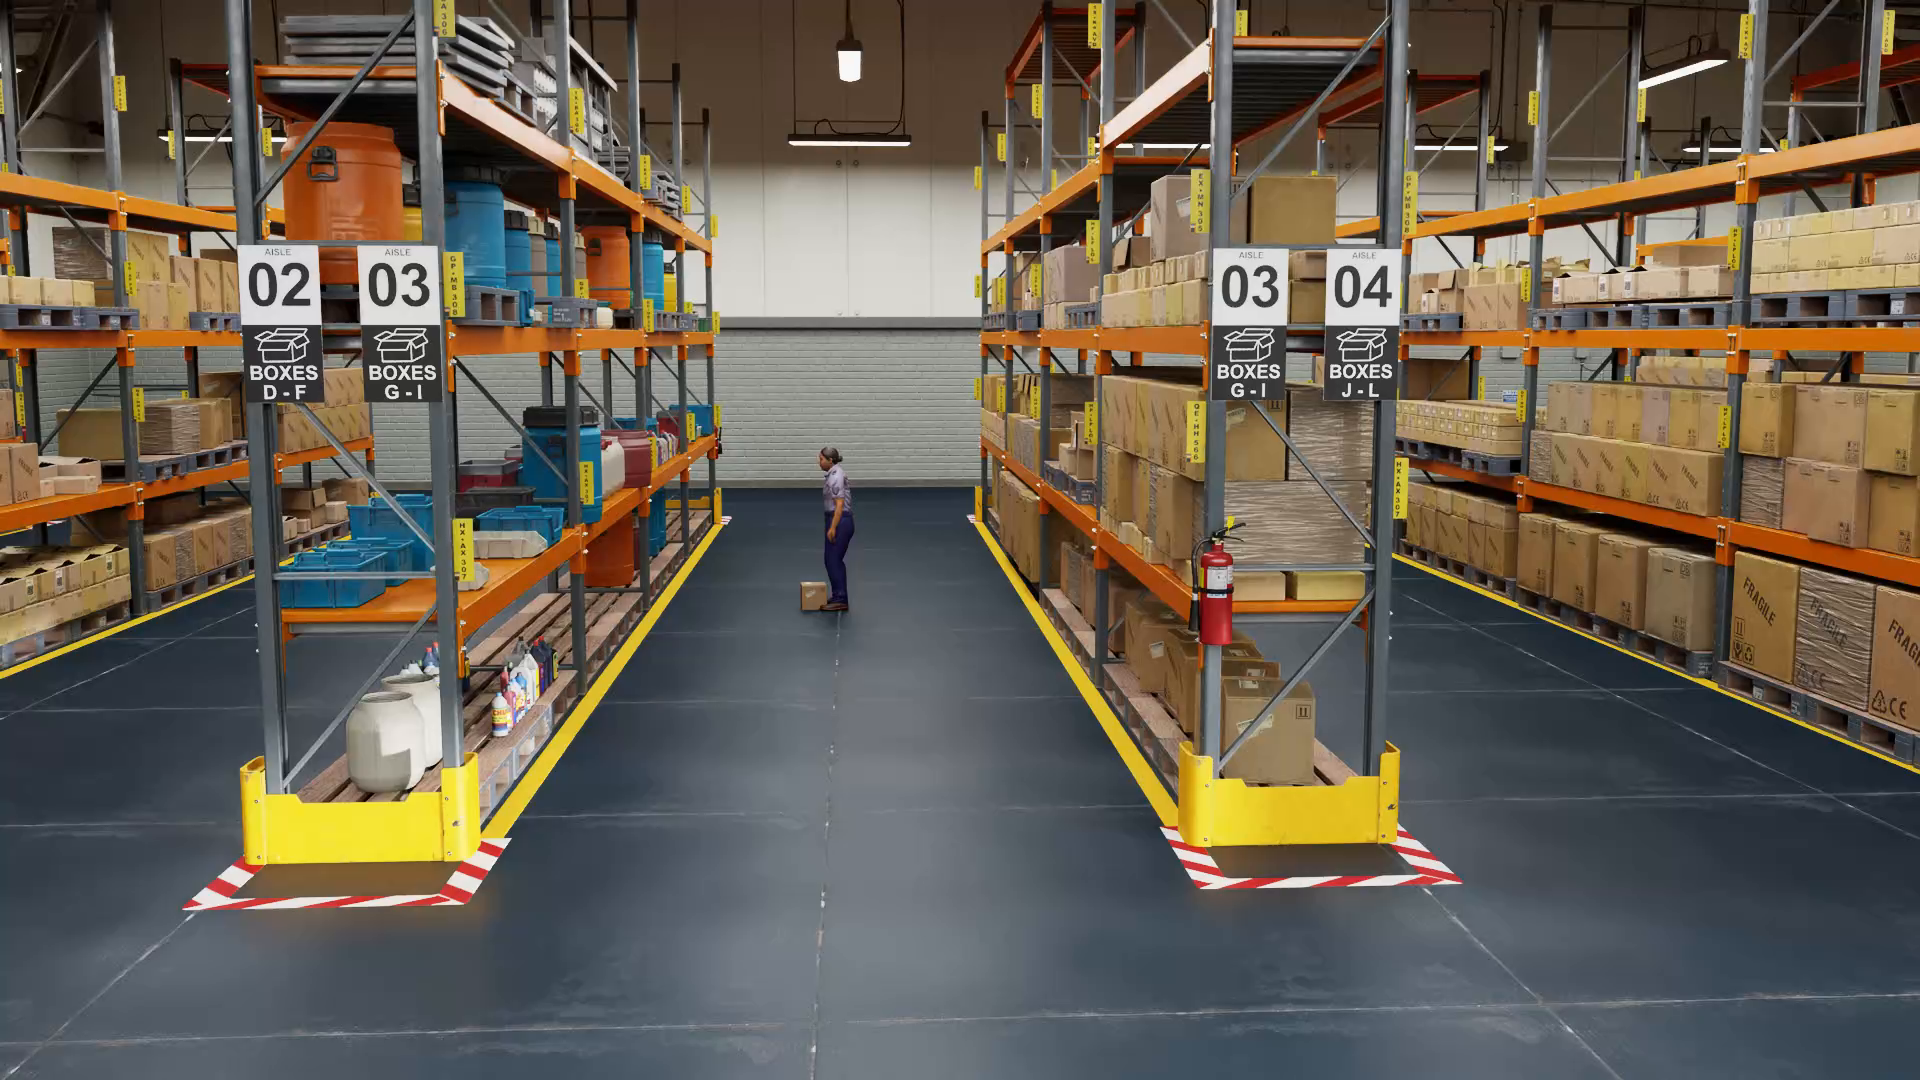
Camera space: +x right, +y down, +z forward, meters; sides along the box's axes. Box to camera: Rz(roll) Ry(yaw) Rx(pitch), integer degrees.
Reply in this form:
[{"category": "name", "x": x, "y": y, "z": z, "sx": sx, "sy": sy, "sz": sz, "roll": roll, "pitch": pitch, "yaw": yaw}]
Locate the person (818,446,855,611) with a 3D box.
[{"category": "person", "x": -1.251, "y": -0.129, "z": 16.840, "sx": 0.369, "sy": 1.652, "sz": 0.540, "roll": 0, "pitch": 7, "yaw": -4}]
